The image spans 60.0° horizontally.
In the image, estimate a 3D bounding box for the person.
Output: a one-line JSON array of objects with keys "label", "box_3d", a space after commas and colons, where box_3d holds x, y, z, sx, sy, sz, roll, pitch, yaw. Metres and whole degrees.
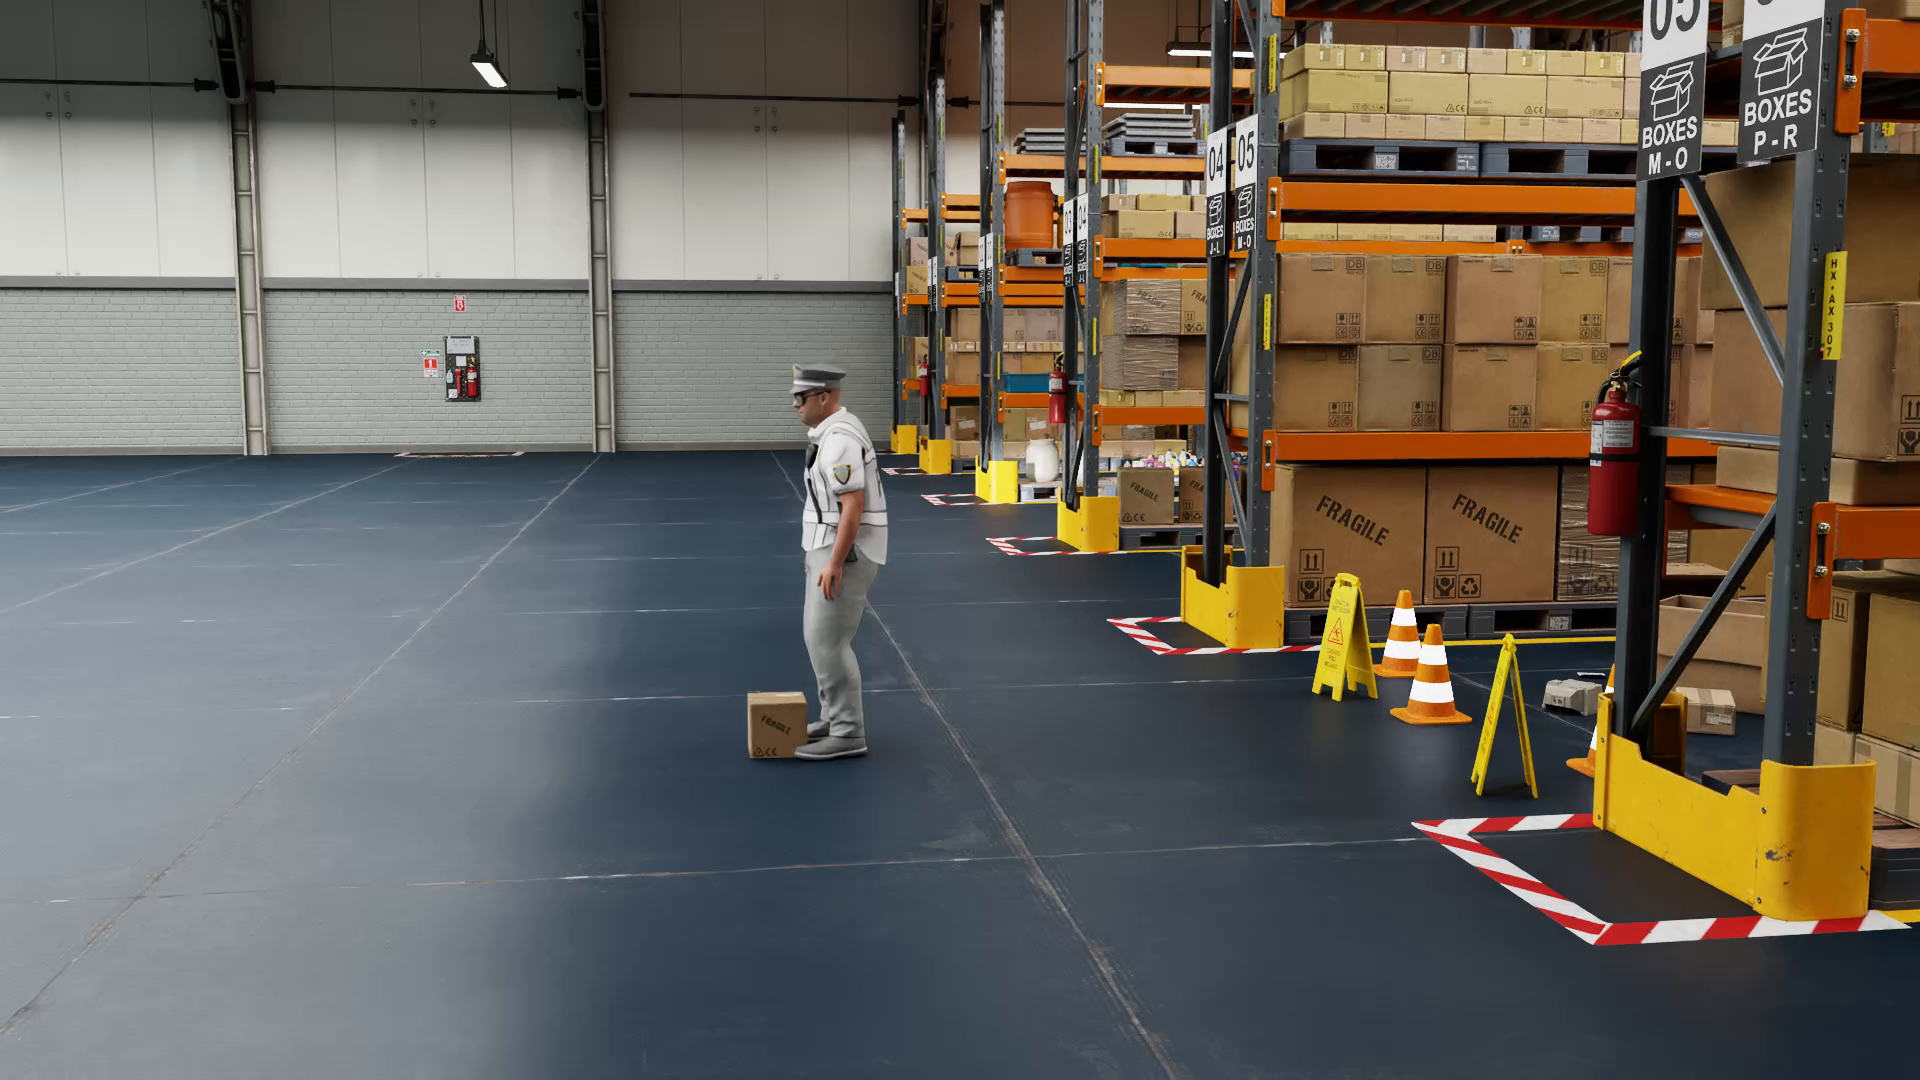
[{"label": "person", "box_3d": [-0.549, 0.082, 7.449, 0.434, 1.748, 0.580, -1, 7, -11]}]
